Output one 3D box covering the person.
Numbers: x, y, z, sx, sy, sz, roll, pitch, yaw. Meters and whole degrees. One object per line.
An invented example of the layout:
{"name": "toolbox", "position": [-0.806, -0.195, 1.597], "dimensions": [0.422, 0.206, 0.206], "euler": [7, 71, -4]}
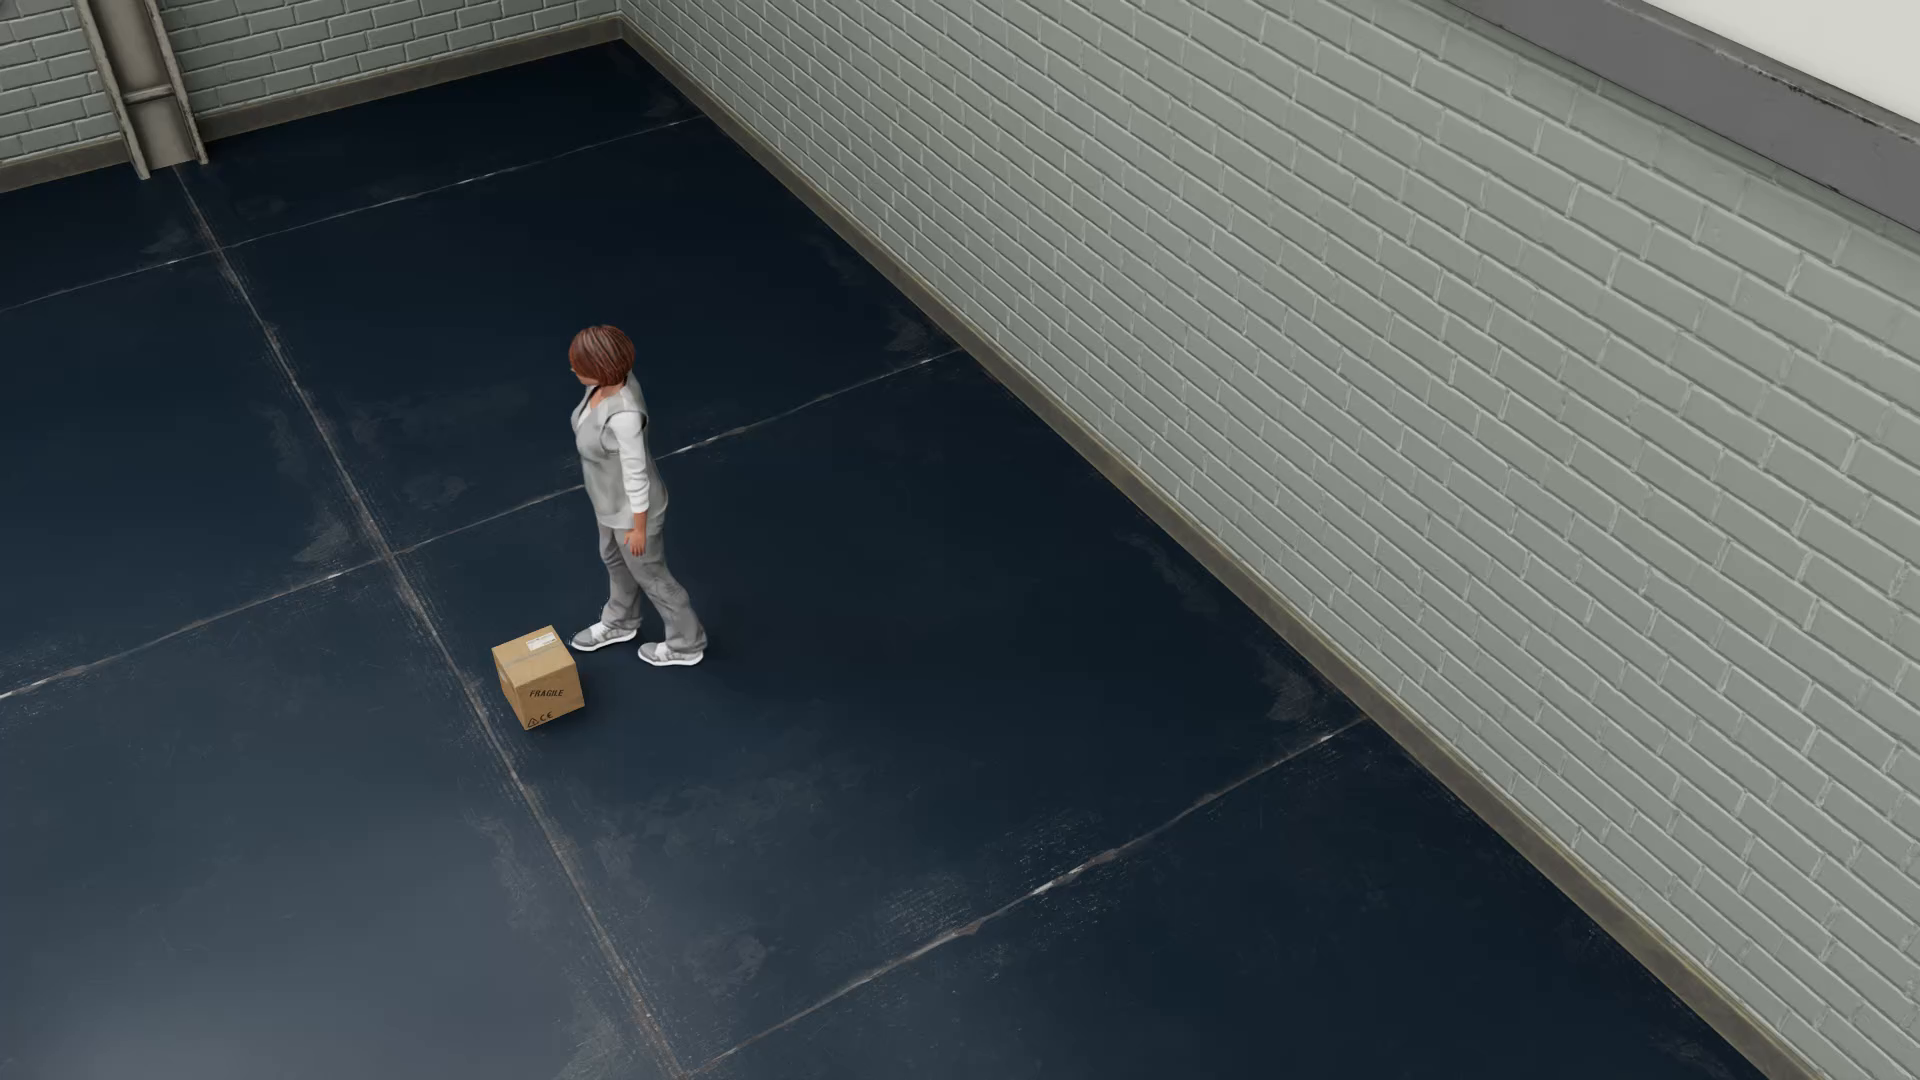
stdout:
{"name": "person", "position": [-1.311, -0.132, 6.307], "dimensions": [0.526, 1.596, 0.426], "euler": [-13, 43, -14]}
